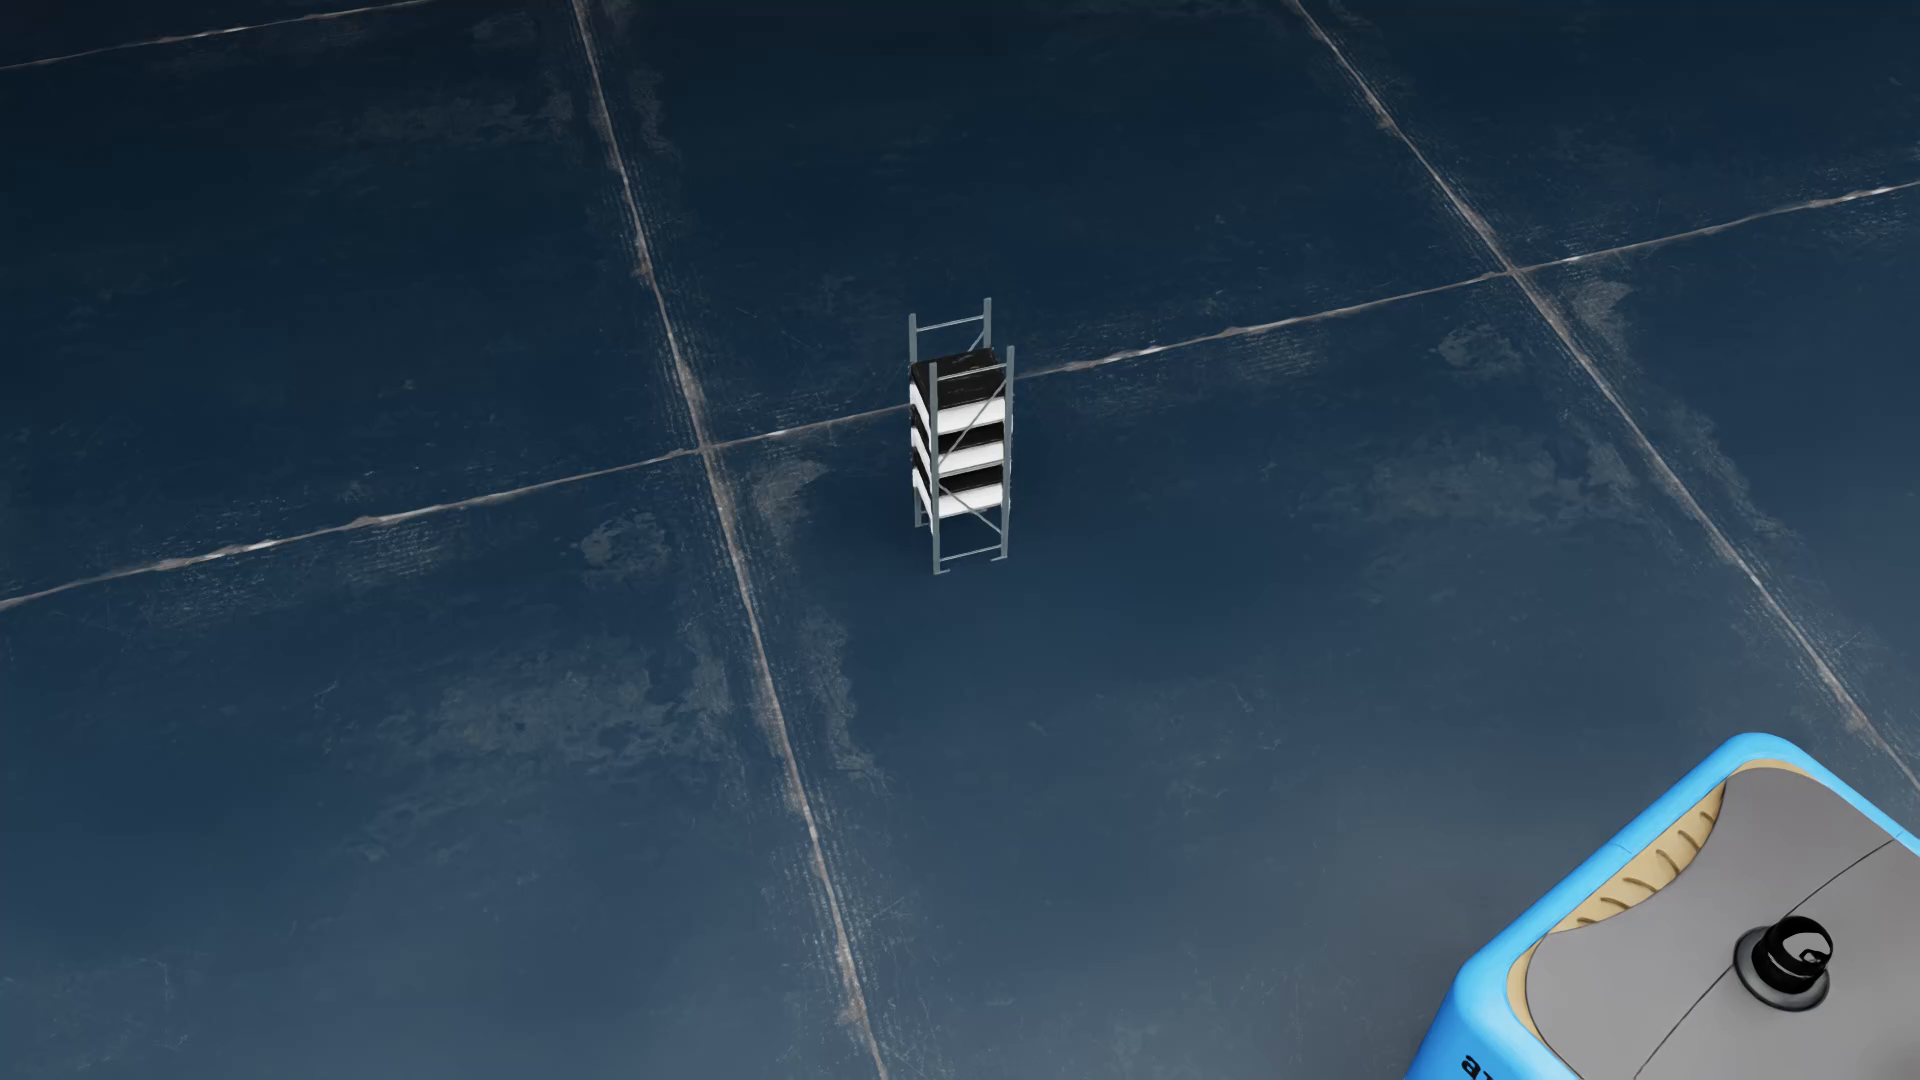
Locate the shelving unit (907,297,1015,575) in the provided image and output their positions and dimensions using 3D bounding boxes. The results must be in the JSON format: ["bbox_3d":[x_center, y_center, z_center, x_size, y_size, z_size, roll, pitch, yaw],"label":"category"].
[{"bbox_3d":[0.002,-0.284,4.901,0.258,0.900,0.210,-13,51,-11],"label":"shelving unit"}]

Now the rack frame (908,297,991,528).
[{"bbox_3d":[-0.028,-0.358,4.964,0.240,0.900,0.006,-13,51,-11],"label":"rack frame"}]

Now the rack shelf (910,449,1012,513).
[{"bbox_3d":[0.002,-0.205,4.995,0.258,0.077,0.200,-13,51,-11],"label":"rack shelf"}]

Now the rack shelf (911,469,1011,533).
[{"bbox_3d":[0.002,-0.147,5.064,0.258,0.077,0.200,-13,51,-11],"label":"rack shelf"}]

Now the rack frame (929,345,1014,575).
[{"bbox_3d":[0.032,-0.210,4.838,0.240,0.900,0.006,-13,51,-11],"label":"rack frame"}]

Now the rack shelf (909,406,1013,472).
[{"bbox_3d":[0.002,-0.321,4.858,0.258,0.077,0.200,-13,51,-11],"label":"rack shelf"}]

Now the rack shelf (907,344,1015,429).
[{"bbox_3d":[0.002,-0.437,4.720,0.258,0.077,0.200,-13,51,-11],"label":"rack shelf"}]

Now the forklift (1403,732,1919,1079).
[{"bbox_3d":[2.226,1.248,2.281,1.130,2.935,3.031,-31,56,-23],"label":"forklift"}]

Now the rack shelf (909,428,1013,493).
[{"bbox_3d":[0.002,-0.263,4.926,0.258,0.077,0.200,-13,51,-11],"label":"rack shelf"}]

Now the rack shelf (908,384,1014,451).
[{"bbox_3d":[0.002,-0.379,4.789,0.258,0.077,0.200,-13,51,-11],"label":"rack shelf"}]
